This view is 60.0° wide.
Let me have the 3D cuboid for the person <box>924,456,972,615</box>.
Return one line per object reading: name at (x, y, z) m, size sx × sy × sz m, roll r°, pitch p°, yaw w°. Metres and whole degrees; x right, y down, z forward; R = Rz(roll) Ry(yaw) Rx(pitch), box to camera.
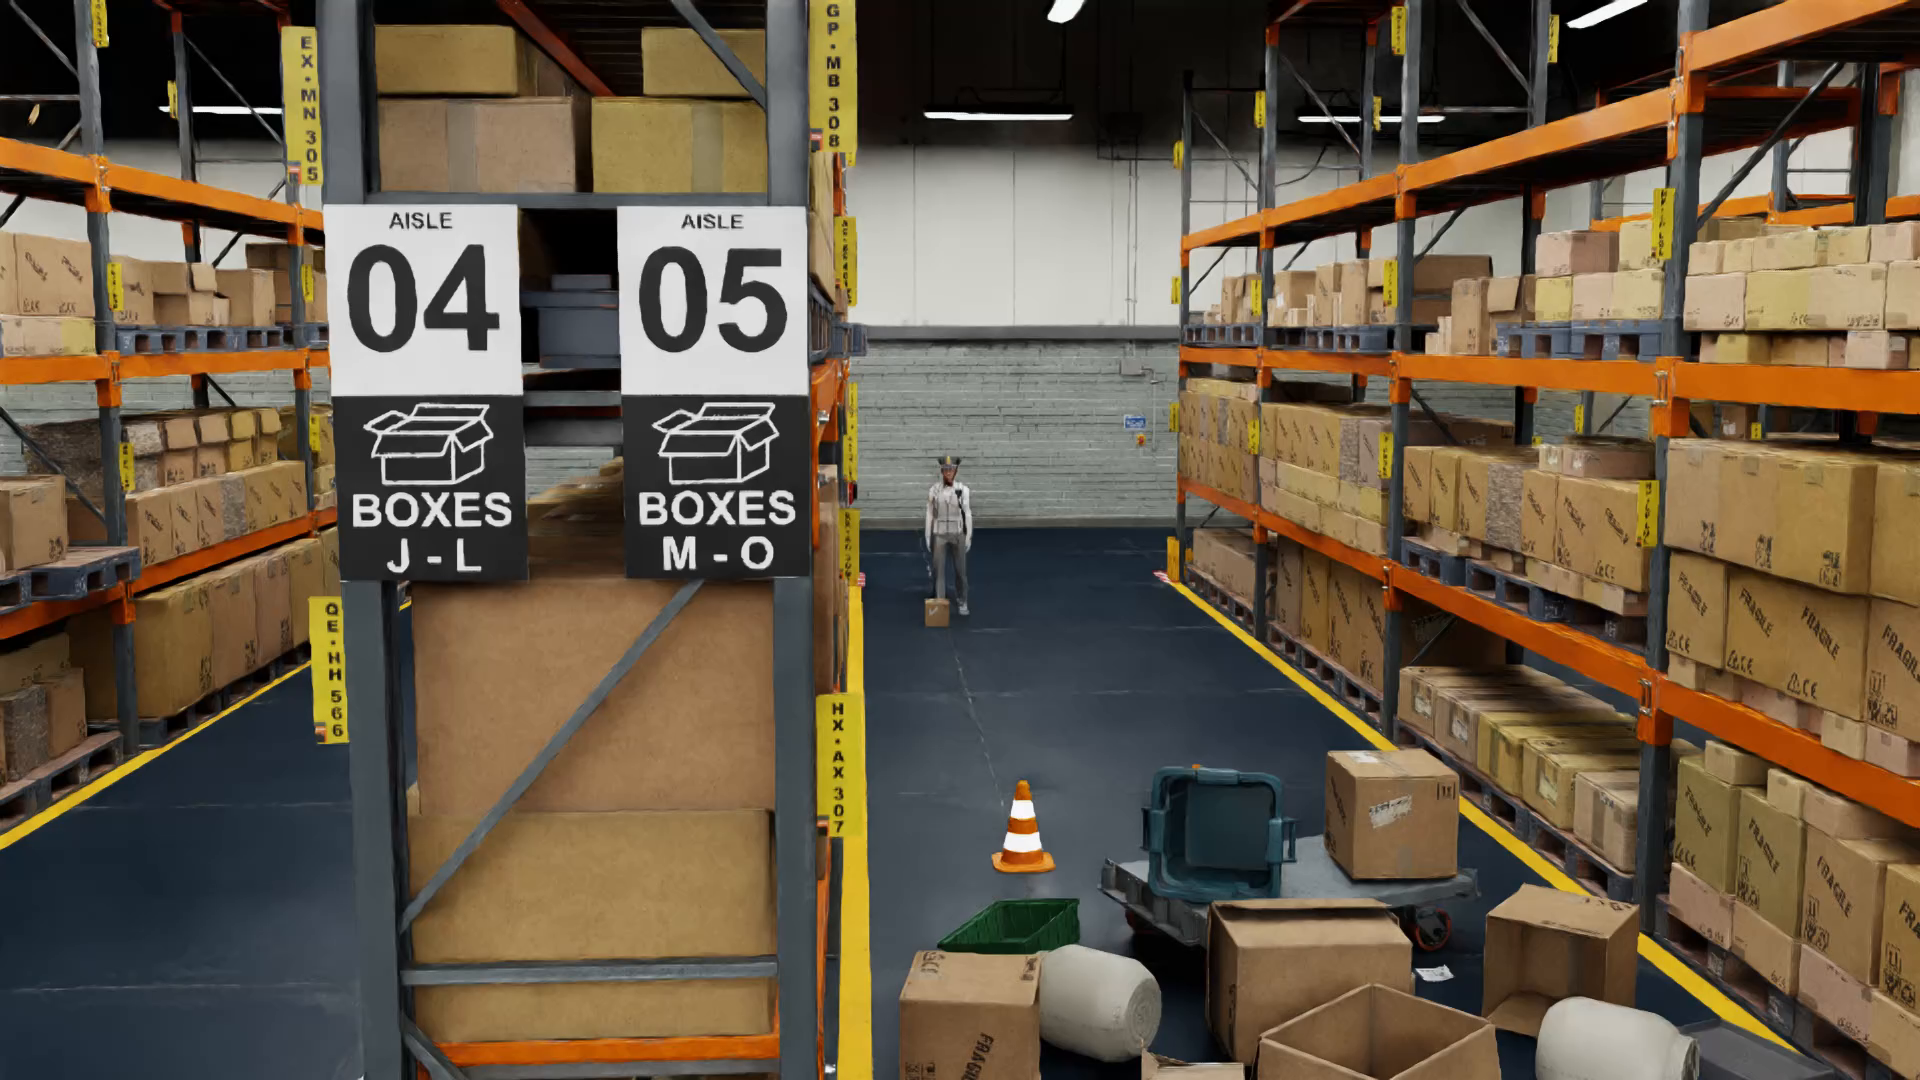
person at (-0.123, -0.037, 17.402) m, size 0.503 × 1.693 × 0.568 m, roll 0°, pitch 7°, yaw 4°
